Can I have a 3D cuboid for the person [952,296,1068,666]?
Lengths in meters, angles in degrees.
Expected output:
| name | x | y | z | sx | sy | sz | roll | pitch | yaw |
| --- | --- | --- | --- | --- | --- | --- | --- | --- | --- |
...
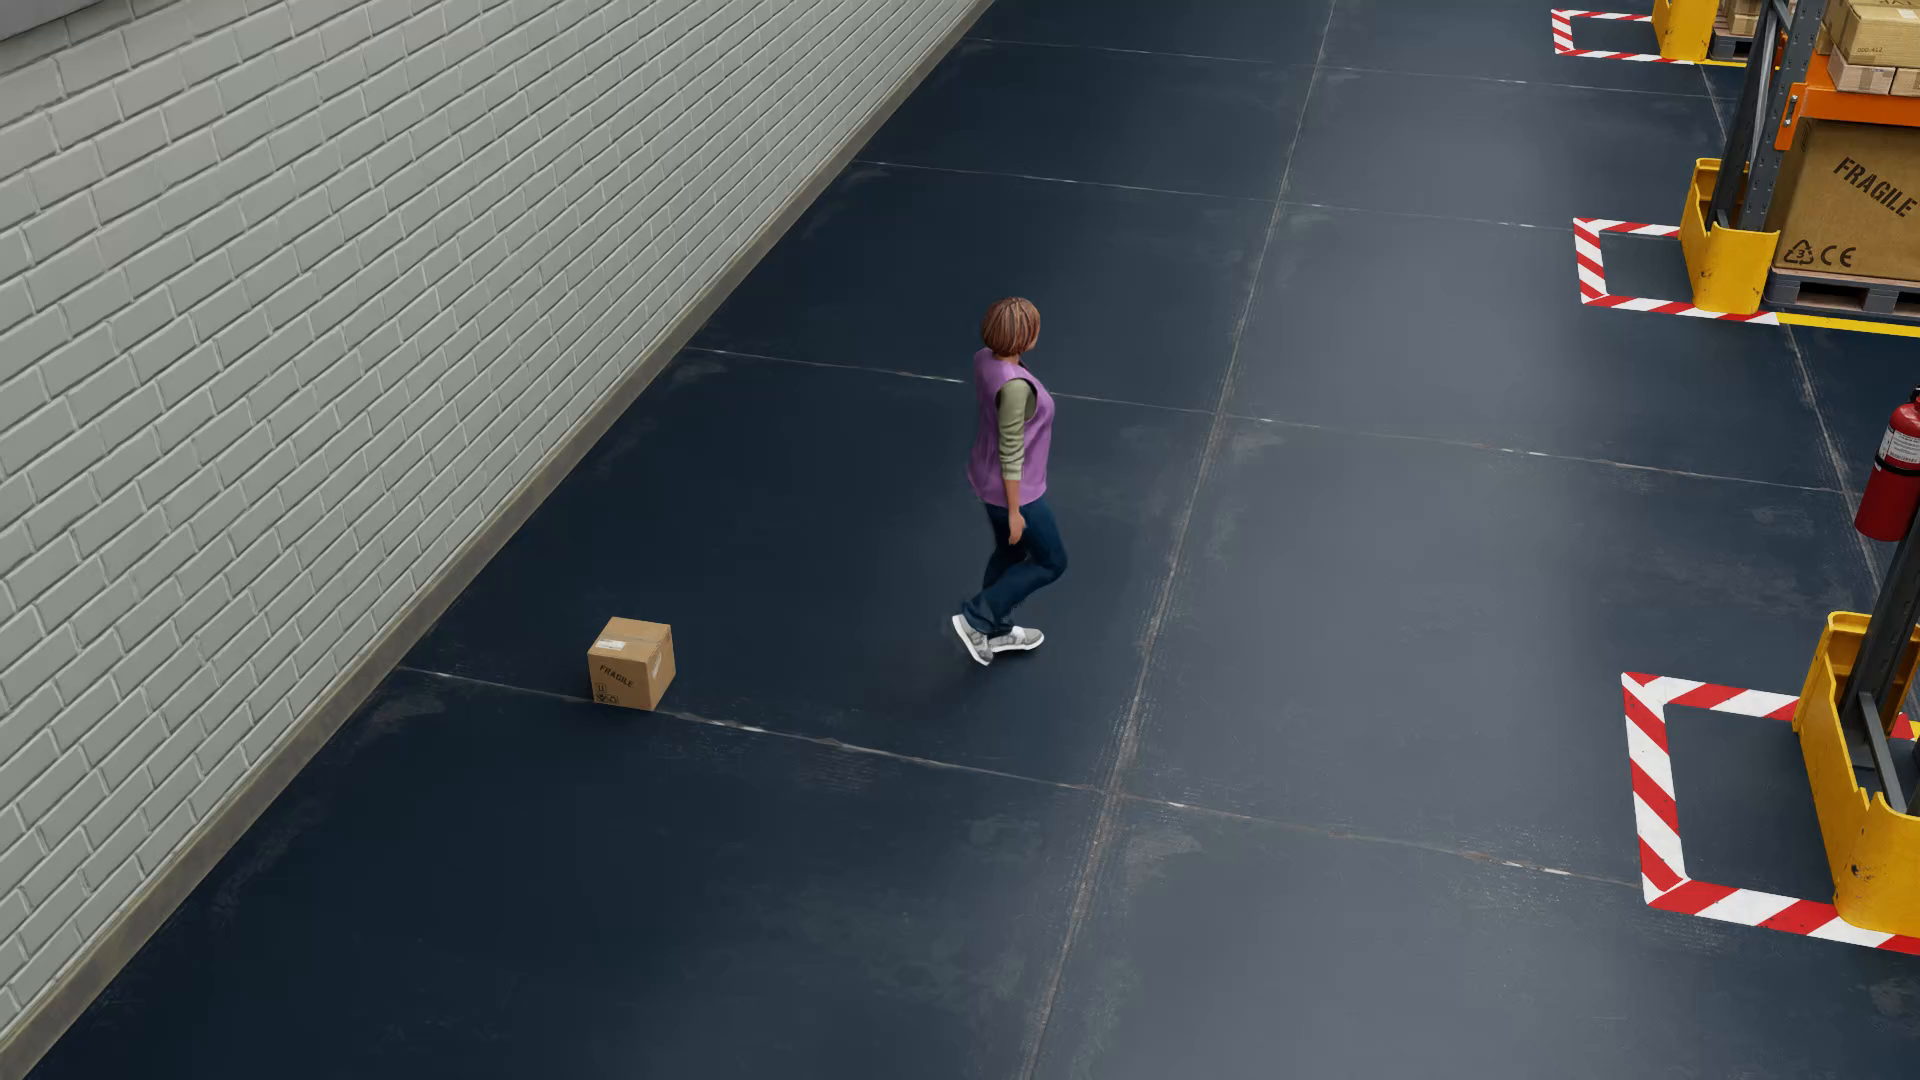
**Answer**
| name | x | y | z | sx | sy | sz | roll | pitch | yaw |
| --- | --- | --- | --- | --- | --- | --- | --- | --- | --- |
| person | 0.170 | -0.199 | 6.401 | 0.454 | 1.591 | 0.444 | -9 | 34 | -13 |
